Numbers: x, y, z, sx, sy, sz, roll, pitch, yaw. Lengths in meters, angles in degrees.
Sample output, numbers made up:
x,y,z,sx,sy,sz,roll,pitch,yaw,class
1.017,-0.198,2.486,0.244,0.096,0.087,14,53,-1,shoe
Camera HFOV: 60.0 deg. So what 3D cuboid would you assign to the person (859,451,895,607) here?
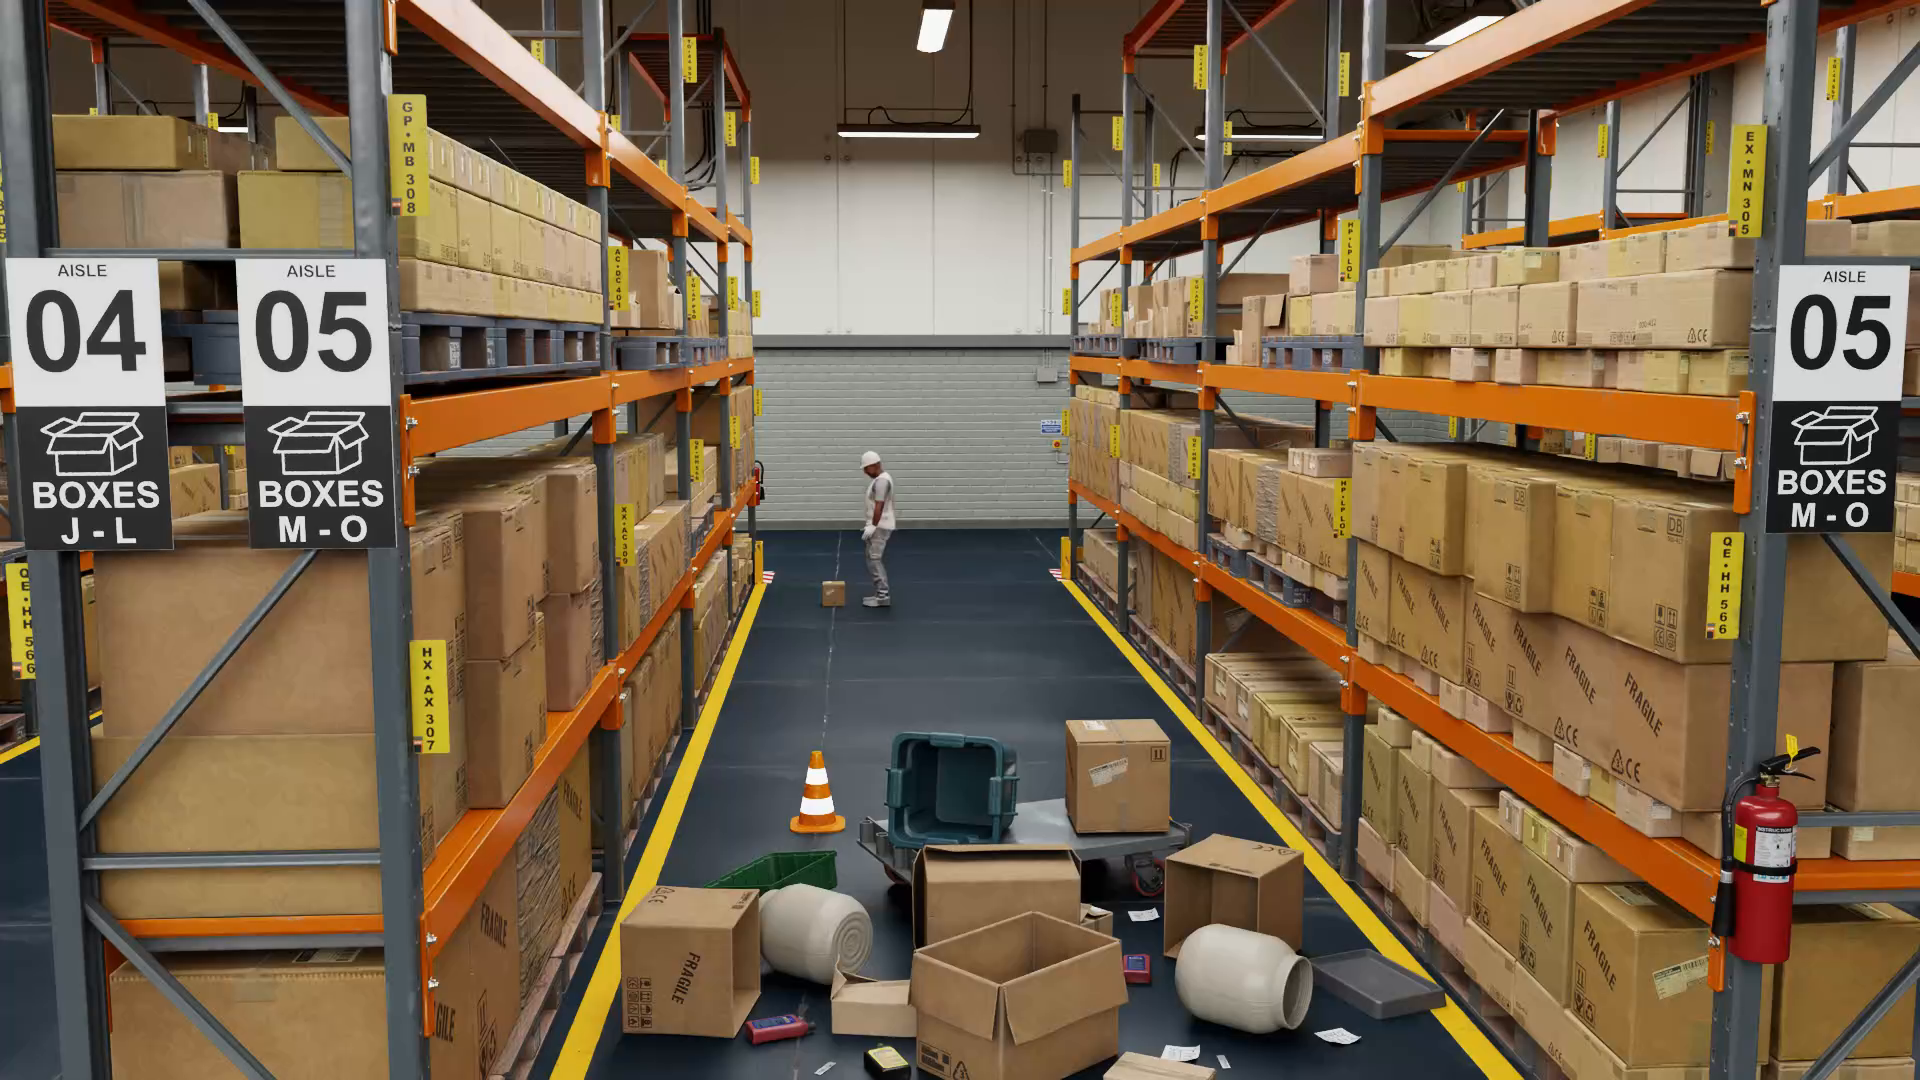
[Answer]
x,y,z,sx,sy,sz,roll,pitch,yaw,class
-0.941,-0.132,18.896,0.414,1.754,0.563,0,7,-2,person
